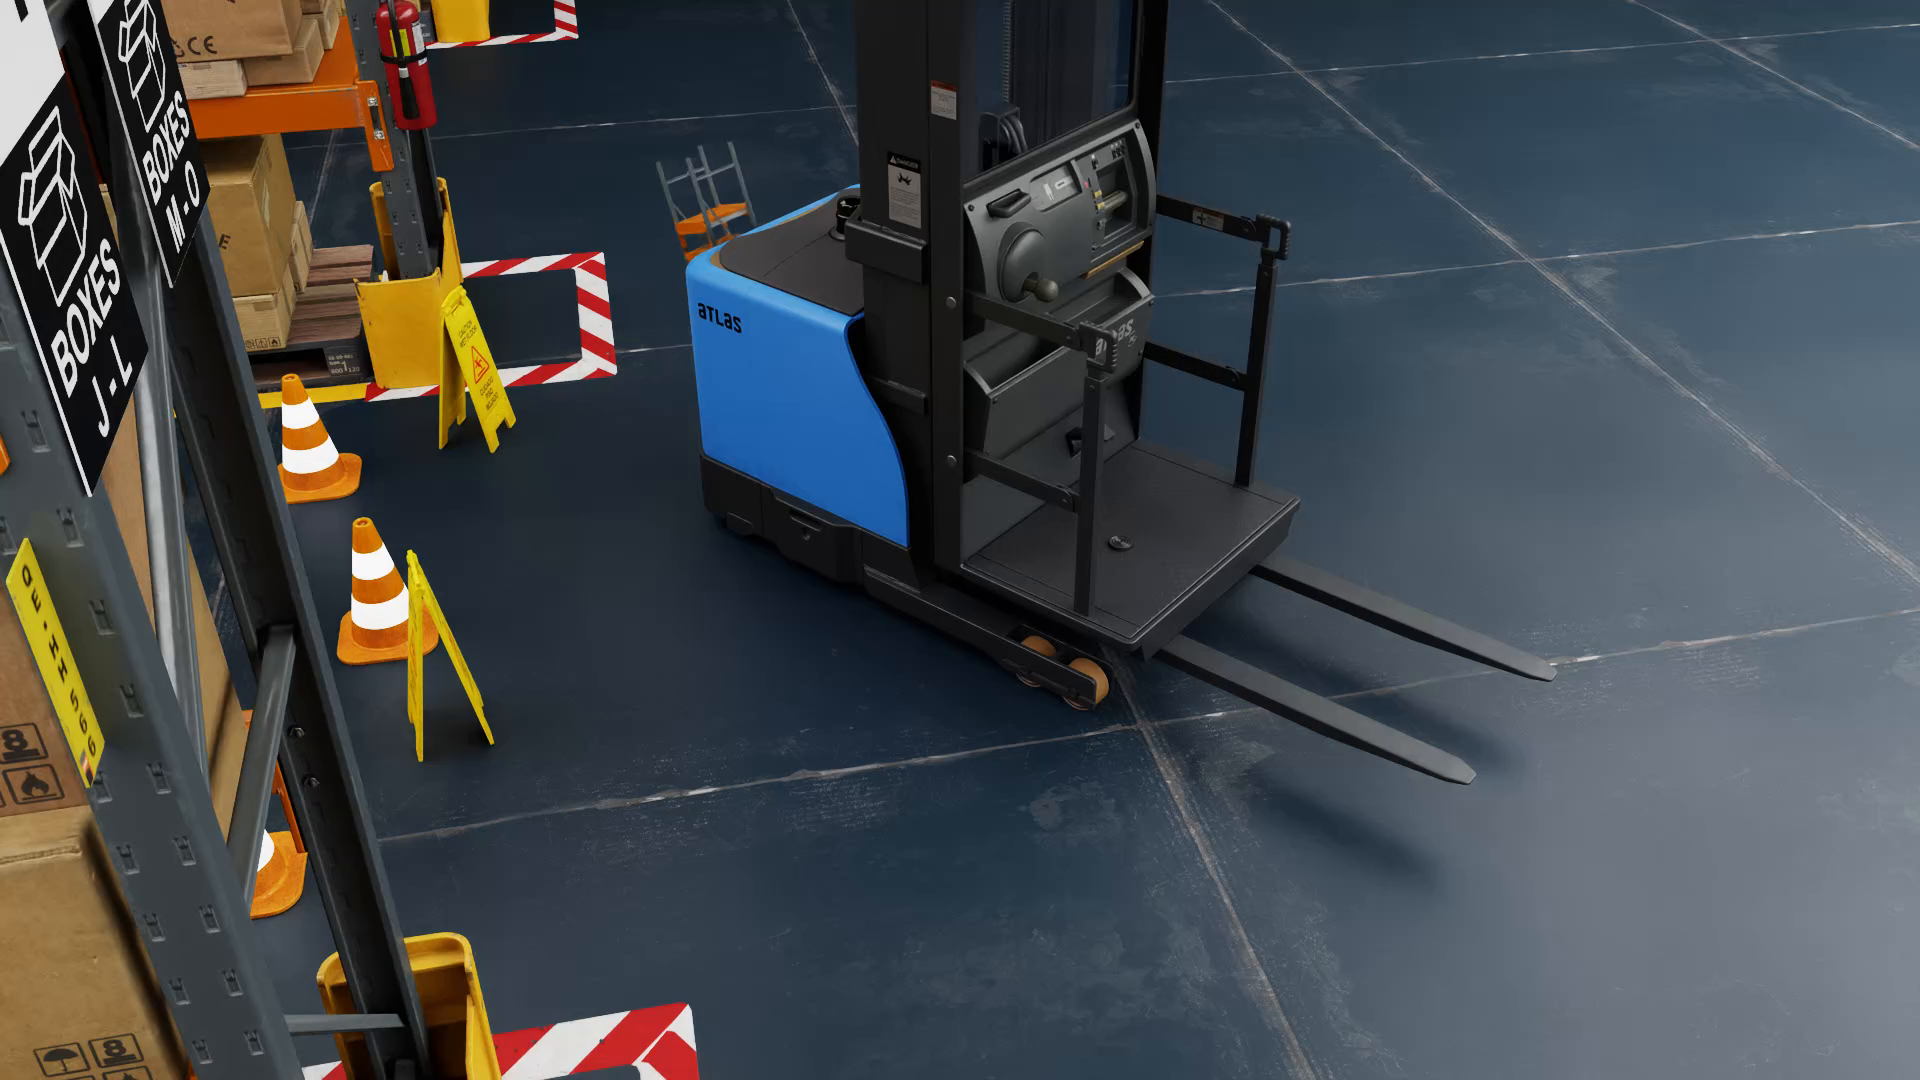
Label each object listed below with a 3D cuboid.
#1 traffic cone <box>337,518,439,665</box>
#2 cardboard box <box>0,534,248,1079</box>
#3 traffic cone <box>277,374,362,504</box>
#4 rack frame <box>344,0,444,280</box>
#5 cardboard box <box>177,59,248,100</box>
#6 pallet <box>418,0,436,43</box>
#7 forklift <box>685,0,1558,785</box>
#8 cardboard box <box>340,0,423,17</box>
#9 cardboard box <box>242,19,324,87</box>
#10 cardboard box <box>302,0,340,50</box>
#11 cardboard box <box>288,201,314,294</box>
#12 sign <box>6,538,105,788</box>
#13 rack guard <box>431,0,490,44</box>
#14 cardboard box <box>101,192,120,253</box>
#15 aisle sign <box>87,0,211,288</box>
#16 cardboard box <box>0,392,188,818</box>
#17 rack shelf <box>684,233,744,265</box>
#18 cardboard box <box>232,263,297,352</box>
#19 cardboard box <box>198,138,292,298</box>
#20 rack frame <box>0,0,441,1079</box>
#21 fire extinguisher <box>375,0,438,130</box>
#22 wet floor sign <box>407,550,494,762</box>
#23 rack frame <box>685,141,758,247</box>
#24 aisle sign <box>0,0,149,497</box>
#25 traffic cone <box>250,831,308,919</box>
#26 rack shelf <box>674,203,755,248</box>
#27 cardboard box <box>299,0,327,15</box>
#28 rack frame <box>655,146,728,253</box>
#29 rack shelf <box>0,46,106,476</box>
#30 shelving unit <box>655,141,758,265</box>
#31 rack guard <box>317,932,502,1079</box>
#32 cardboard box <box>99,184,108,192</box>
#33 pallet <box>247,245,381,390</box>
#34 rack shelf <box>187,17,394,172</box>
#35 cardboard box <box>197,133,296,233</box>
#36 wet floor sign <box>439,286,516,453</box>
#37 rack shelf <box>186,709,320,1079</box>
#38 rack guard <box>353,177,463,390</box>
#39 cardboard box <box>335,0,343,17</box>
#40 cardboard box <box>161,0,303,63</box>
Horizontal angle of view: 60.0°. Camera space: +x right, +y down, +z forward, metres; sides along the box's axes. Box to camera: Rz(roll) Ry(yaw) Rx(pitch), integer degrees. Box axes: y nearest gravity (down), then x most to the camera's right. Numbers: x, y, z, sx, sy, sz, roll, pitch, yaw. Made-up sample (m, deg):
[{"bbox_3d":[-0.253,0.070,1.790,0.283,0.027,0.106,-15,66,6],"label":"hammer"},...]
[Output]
[{"bbox_3d":[-1.979,0.130,5.641,0.334,0.463,0.336,-7,35,-11],"label":"traffic cone"},{"bbox_3d":[-1.582,0.447,2.758,0.550,0.550,0.875,-7,35,-11],"label":"cardboard box"},{"bbox_3d":[-2.555,-0.432,6.478,0.334,0.463,0.336,-7,35,-11],"label":"traffic cone"},{"bbox_3d":[-2.420,-2.239,6.895,0.127,3.000,1.000,-7,35,-11],"label":"rack frame"},{"bbox_3d":[-2.961,-1.881,6.587,0.250,0.149,0.380,-8,35,-11],"label":"cardboard box"},{"bbox_3d":[-4.256,-3.662,11.517,1.213,0.211,1.003,-7,35,-11],"label":"pallet"},{"bbox_3d":[0.493,-0.998,5.107,3.031,2.935,1.130,24,41,31],"label":"forklift"},{"bbox_3d":[-3.908,-3.739,11.221,0.500,0.250,0.500,-7,34,-10],"label":"cardboard box"},{"bbox_3d":[-2.738,-1.973,6.723,0.250,0.149,0.380,-6,34,-9],"label":"cardboard box"},{"bbox_3d":[-2.797,-2.205,7.070,0.250,0.149,0.380,-7,35,-10],"label":"cardboard box"},{"bbox_3d":[-3.268,-1.323,7.620,0.500,0.250,0.500,-7,35,-11],"label":"cardboard box"},{"bbox_3d":[-1.124,0.156,2.073,0.005,0.325,0.100,-7,35,-11],"label":"sign"},{"bbox_3d":[-3.496,-3.901,11.615,0.348,0.500,1.175,-7,35,-11],"label":"rack guard"},{"bbox_3d":[-3.653,-1.277,6.879,0.500,0.500,0.500,-6,34,-9],"label":"cardboard box"},{"bbox_3d":[-1.227,-0.812,2.436,0.004,0.787,0.394,-7,35,-11],"label":"aisle sign"},{"bbox_3d":[-1.600,-0.047,2.525,0.550,0.550,0.875,-7,35,-11],"label":"cardboard box"},{"bbox_3d":[-0.919,-1.120,6.509,0.180,0.103,0.258,5,29,42],"label":"rack shelf"},{"bbox_3d":[-3.173,-1.023,7.173,0.500,0.250,0.500,-7,35,-11],"label":"cardboard box"},{"bbox_3d":[-3.144,-1.343,6.977,0.500,0.500,0.500,-7,34,-10],"label":"cardboard box"},{"bbox_3d":[-1.229,0.441,2.901,0.053,2.616,0.949,-7,35,-11],"label":"rack frame"},{"bbox_3d":[-2.207,-1.971,6.564,0.183,0.674,0.296,-7,35,-11],"label":"fire extinguisher"},{"bbox_3d":[-1.638,0.337,5.169,0.232,0.644,0.267,-13,36,-19],"label":"wet floor sign"},{"bbox_3d":[-0.804,-0.938,6.518,0.006,1.200,0.240,5,29,42],"label":"rack frame"},{"bbox_3d":[-1.094,-0.486,1.950,0.004,0.787,0.394,-7,35,-11],"label":"aisle sign"},{"bbox_3d":[-2.061,0.786,4.664,0.334,0.463,0.336,-7,35,-11],"label":"traffic cone"},{"bbox_3d":[-0.949,-1.228,6.466,0.180,0.103,0.258,5,29,42],"label":"rack shelf"},{"bbox_3d":[-2.944,-2.497,6.922,0.500,0.500,0.500,-8,35,-11],"label":"cardboard box"},{"bbox_3d":[-0.938,-0.951,6.642,0.006,1.200,0.240,5,29,42],"label":"rack frame"},{"bbox_3d":[-3.181,-0.262,1.902,4.000,0.370,1.077,-7,35,-11],"label":"rack shelf"},{"bbox_3d":[-0.871,-0.944,6.580,0.189,1.200,0.258,5,29,42],"label":"shelving unit"},{"bbox_3d":[-1.206,1.474,3.605,0.348,0.500,1.175,-7,35,-11],"label":"rack guard"},{"bbox_3d":[-3.487,-1.531,6.675,0.250,0.149,0.380,-6,34,-9],"label":"cardboard box"},{"bbox_3d":[-3.295,-0.991,7.538,1.213,0.211,1.003,-7,35,-11],"label":"pallet"},{"bbox_3d":[-4.371,-1.694,6.729,4.000,0.370,1.077,-7,35,-11],"label":"rack shelf"},{"bbox_3d":[-3.291,-1.631,7.406,0.500,0.500,0.500,-8,35,-12],"label":"cardboard box"},{"bbox_3d":[-1.999,-0.703,6.719,0.232,0.644,0.267,4,34,6],"label":"wet floor sign"},{"bbox_3d":[-3.181,0.983,2.738,4.000,0.370,1.077,-7,35,-11],"label":"rack shelf"},{"bbox_3d":[-2.495,-1.192,7.577,0.348,0.500,1.175,-7,35,-11],"label":"rack guard"},{"bbox_3d":[-4.395,-3.684,11.138,0.500,0.250,0.500,-7,35,-11],"label":"cardboard box"},{"bbox_3d":[-2.889,-2.188,6.461,0.500,0.500,0.500,-8,35,-11],"label":"cardboard box"}]
